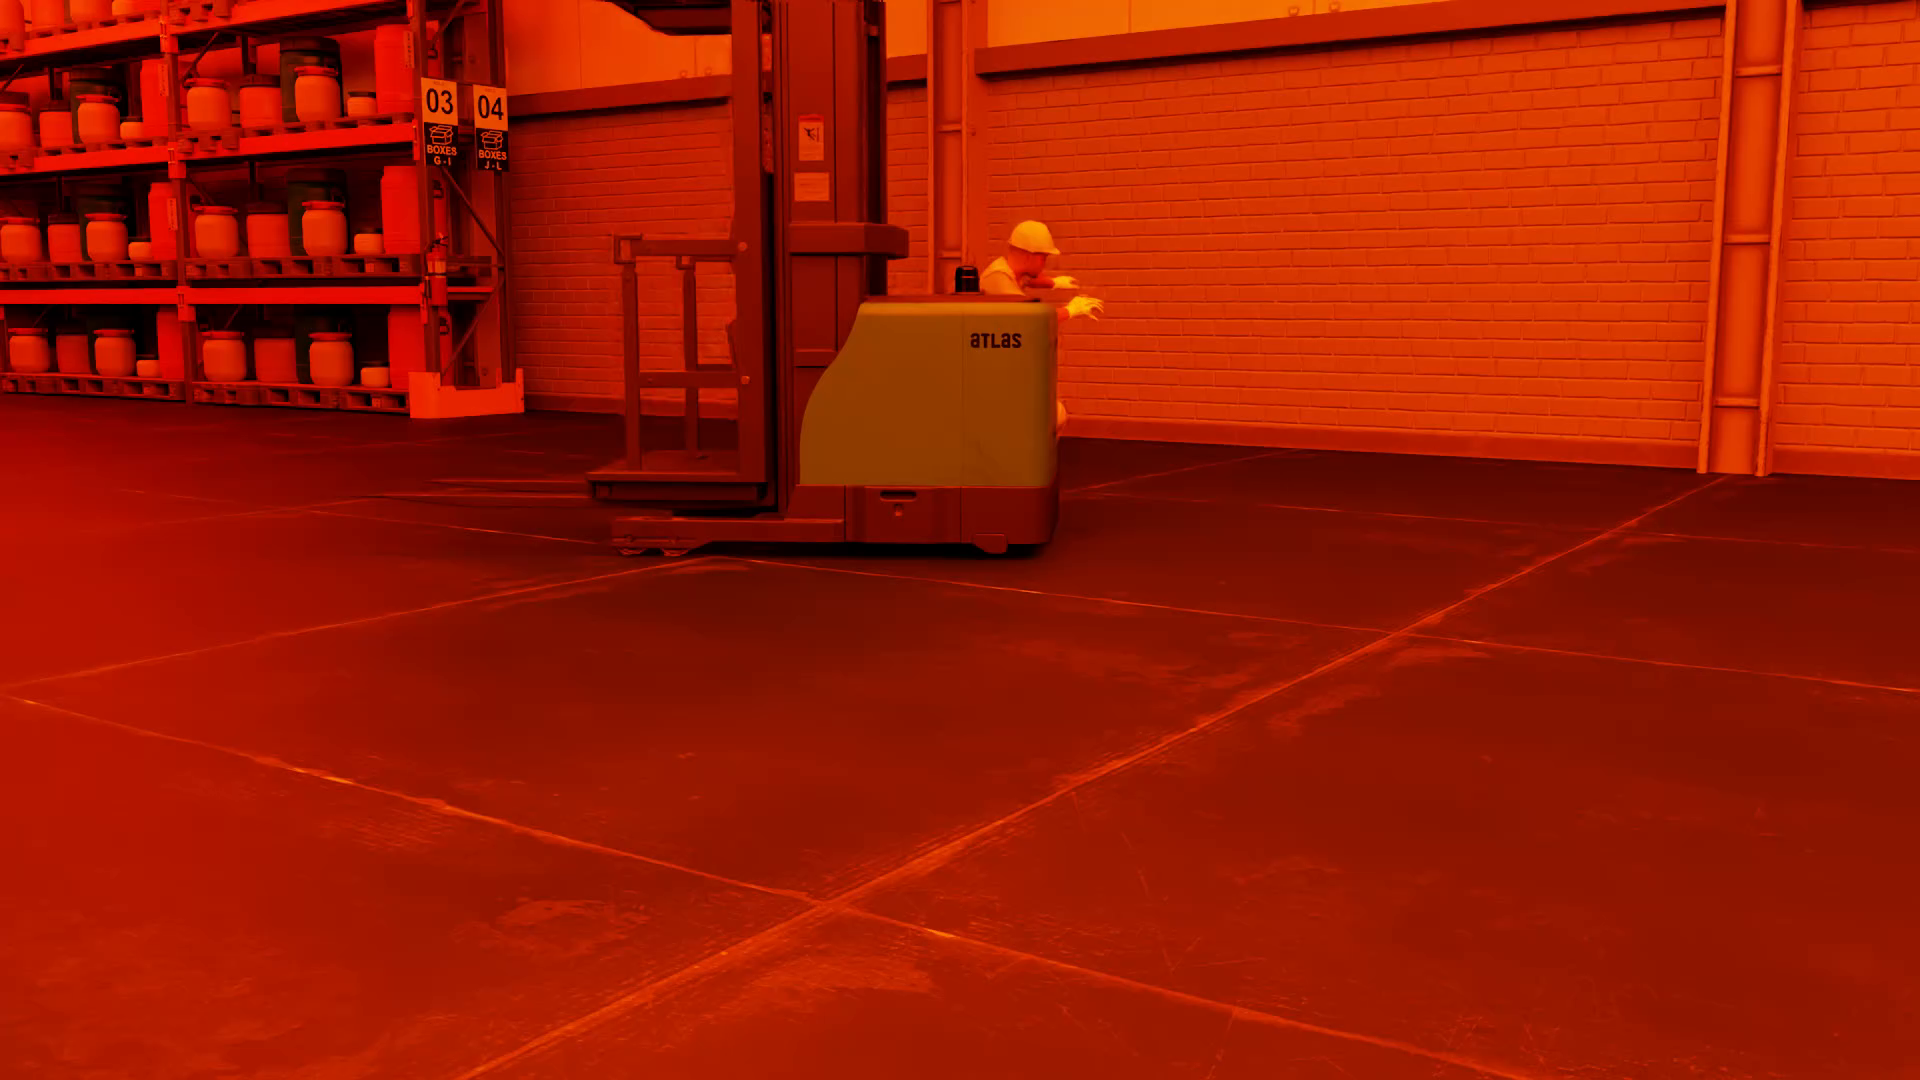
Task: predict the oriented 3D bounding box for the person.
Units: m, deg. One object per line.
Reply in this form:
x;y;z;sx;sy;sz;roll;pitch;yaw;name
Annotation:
0.353;-0.894;8.576;0.804;1.479;1.613;2;8;11;person

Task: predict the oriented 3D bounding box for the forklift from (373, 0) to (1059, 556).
-1.080;-1.454;7.417;3.031;2.935;1.130;1;8;5;forklift
